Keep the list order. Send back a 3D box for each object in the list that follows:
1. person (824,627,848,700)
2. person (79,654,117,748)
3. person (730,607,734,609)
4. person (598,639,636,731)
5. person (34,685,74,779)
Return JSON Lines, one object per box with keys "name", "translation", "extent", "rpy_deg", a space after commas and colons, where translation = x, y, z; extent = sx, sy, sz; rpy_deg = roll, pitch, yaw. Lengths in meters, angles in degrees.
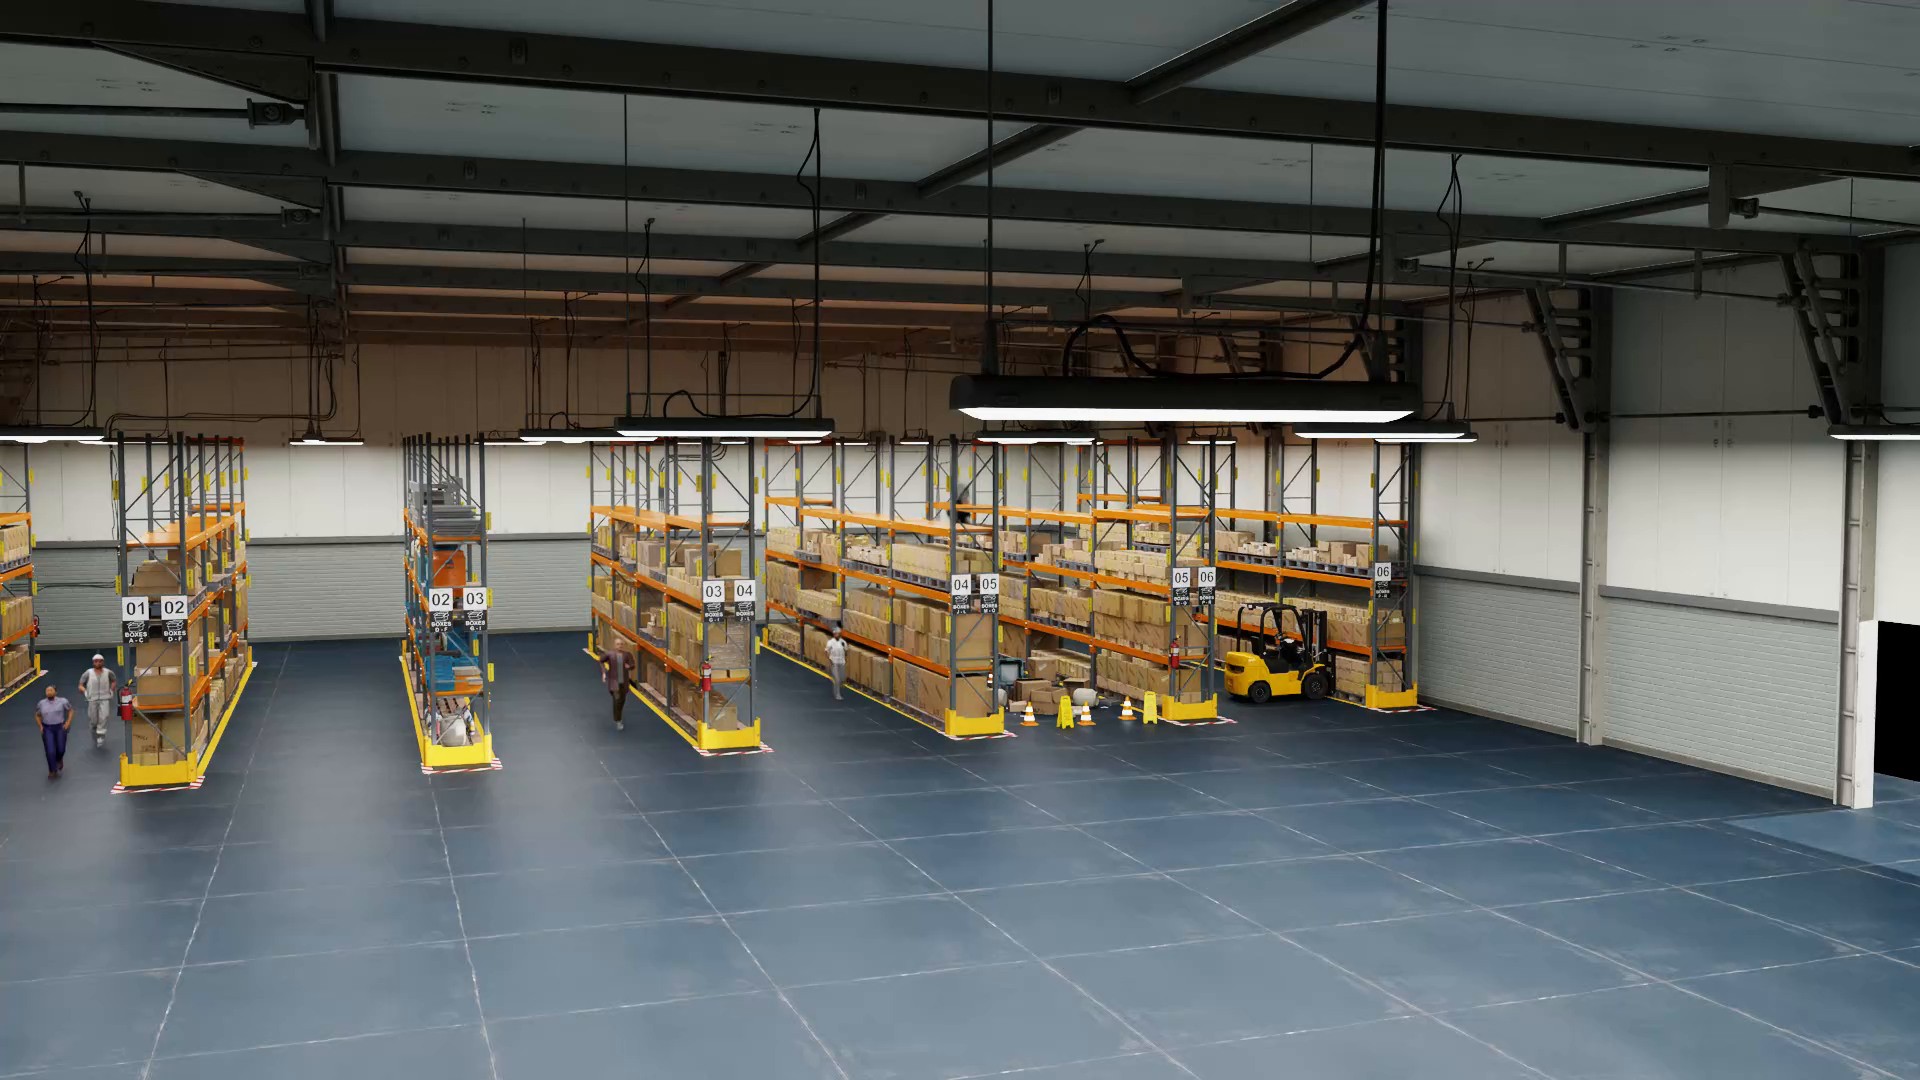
{"name": "person", "translation": [-2.808, 2.796, 37.855], "extent": [0.562, 1.655, 0.581], "rpy_deg": [-1, 3, -21]}
{"name": "person", "translation": [-16.477, 3.065, 31.817], "extent": [0.667, 1.763, 0.860], "rpy_deg": [-2, 4, -31]}
{"name": "person", "translation": [-6.779, 2.276, 48.068], "extent": [0.566, 1.628, 0.881], "rpy_deg": [2, 4, 27]}
{"name": "person", "translation": [-6.999, 2.933, 34.062], "extent": [0.678, 1.833, 0.908], "rpy_deg": [-2, 4, -31]}
{"name": "person", "translation": [-15.772, 3.333, 28.947], "extent": [0.605, 1.599, 0.515], "rpy_deg": [-1, 3, -23]}
